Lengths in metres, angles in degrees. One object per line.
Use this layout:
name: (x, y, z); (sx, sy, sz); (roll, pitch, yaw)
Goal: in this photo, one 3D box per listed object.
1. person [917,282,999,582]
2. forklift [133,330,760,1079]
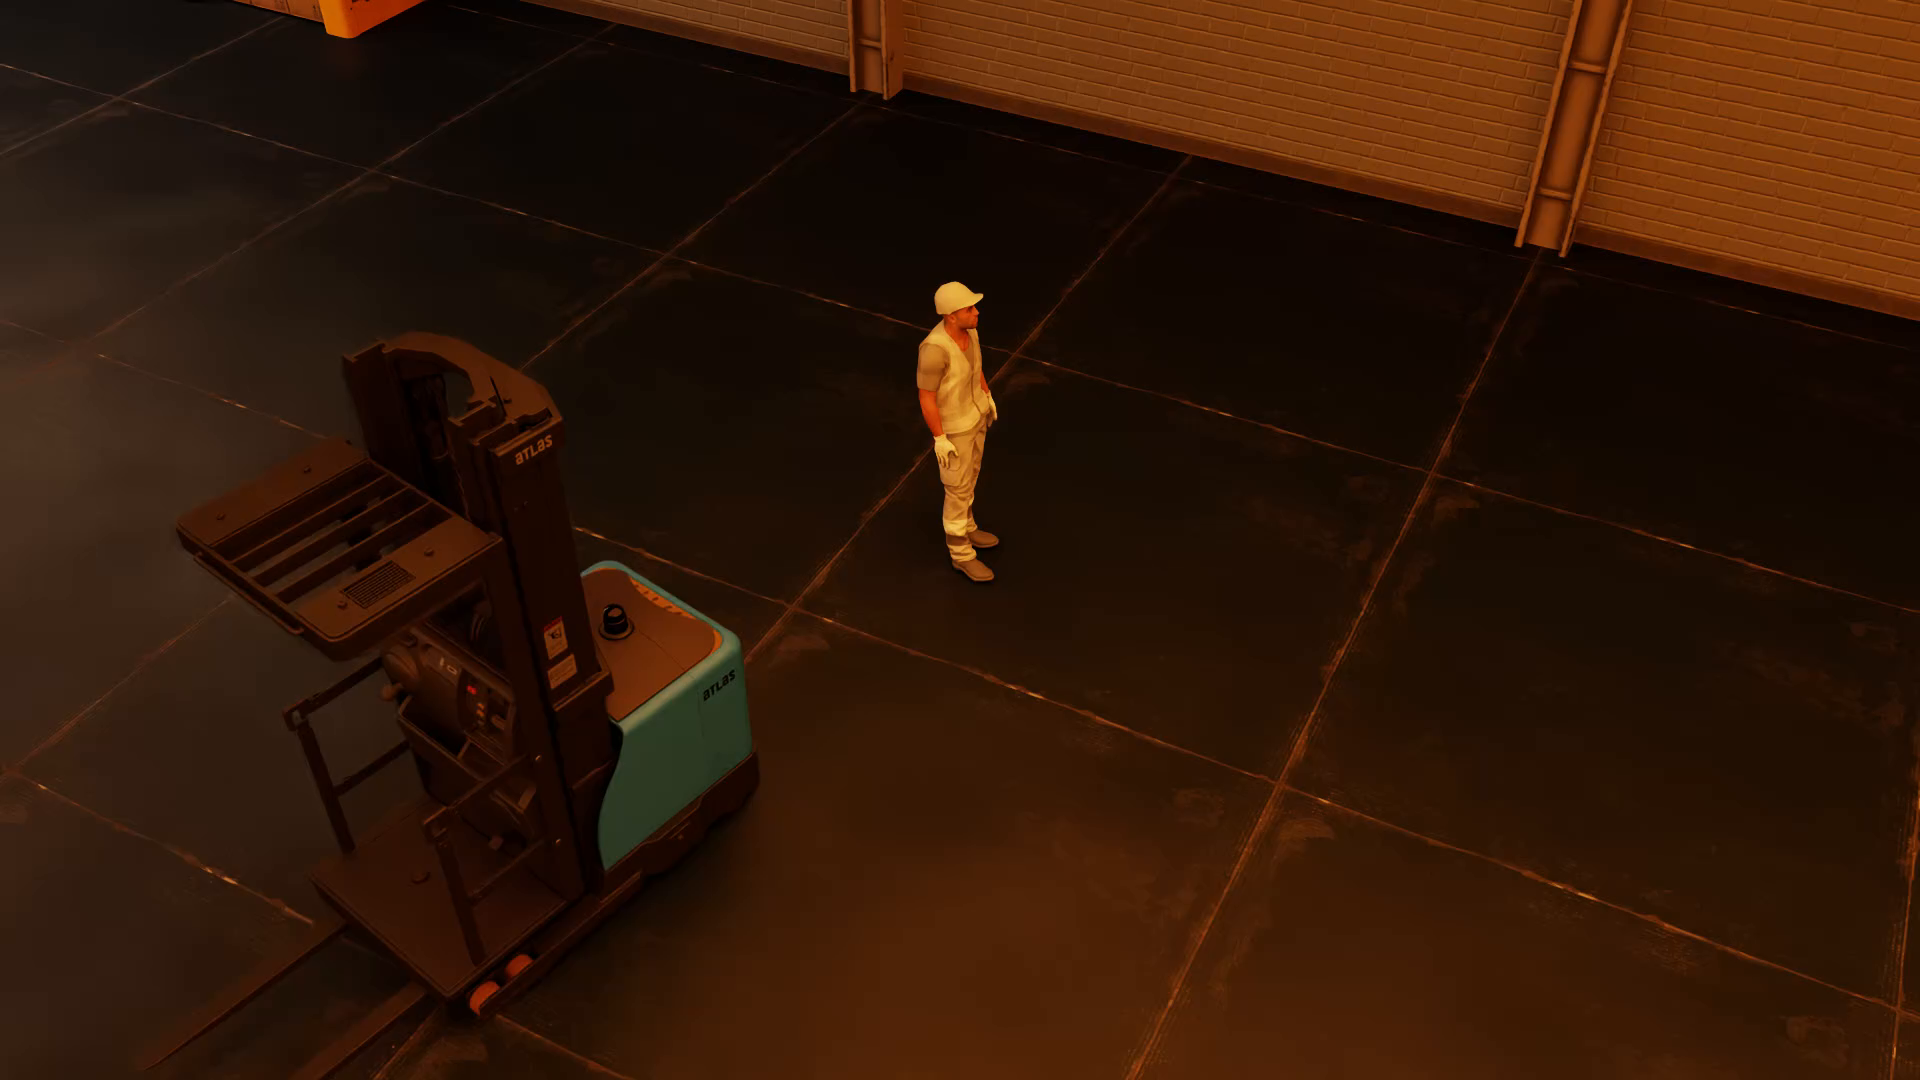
person: (0.065, -0.659, 9.644); (0.564, 1.787, 0.637); (18, 43, 21)
forklift: (-2.370, 0.708, 7.145); (1.130, 2.935, 3.031); (28, 47, 29)
